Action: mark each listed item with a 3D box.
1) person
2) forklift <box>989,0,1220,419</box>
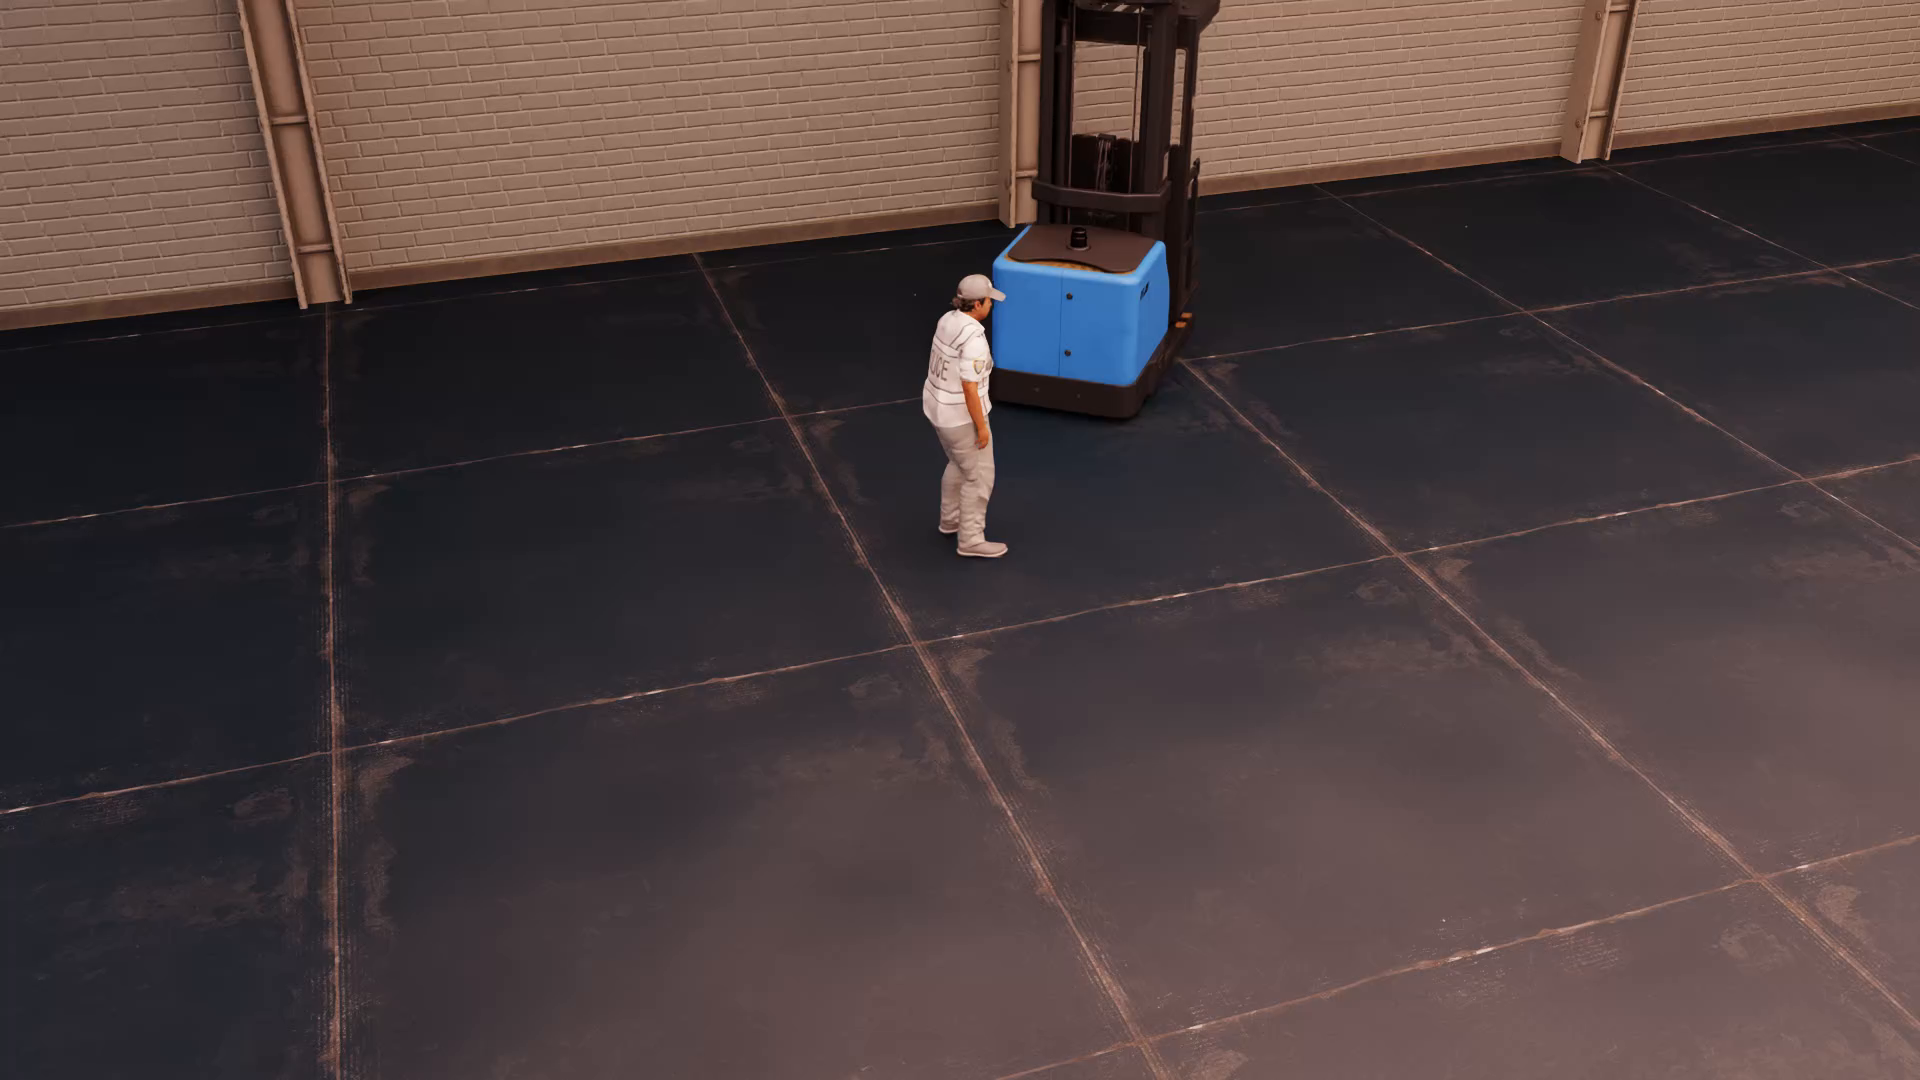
[{"bbox_3d":[0.044,-0.727,9.623,0.466,1.666,0.546,-11,32,-18],"label":"person"},{"bbox_3d":[1.173,-2.818,11.985,1.130,2.935,3.031,10,31,17],"label":"forklift"}]
